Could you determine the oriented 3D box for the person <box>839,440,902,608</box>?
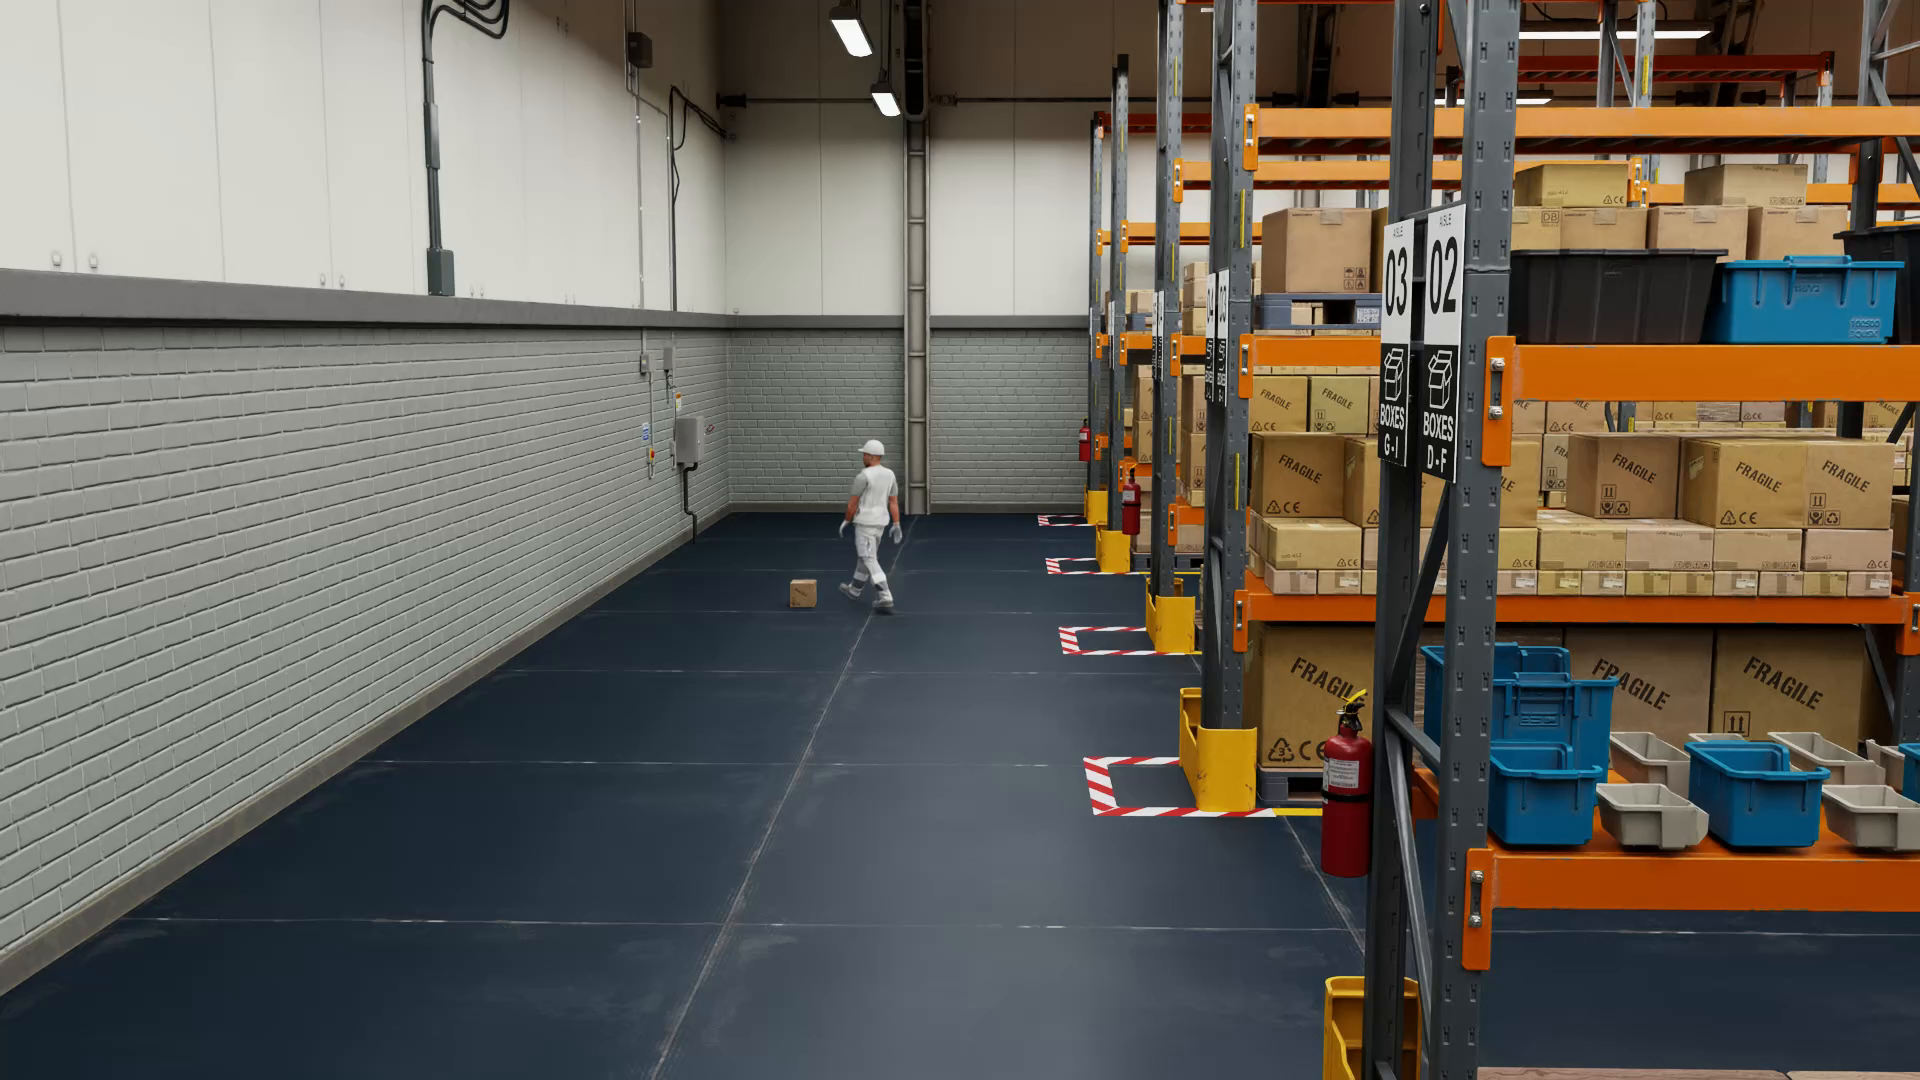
[{"bbox_3d":[-0.993,-0.174,17.197,1.066,1.726,0.575,7,10,42],"label":"person"}]
